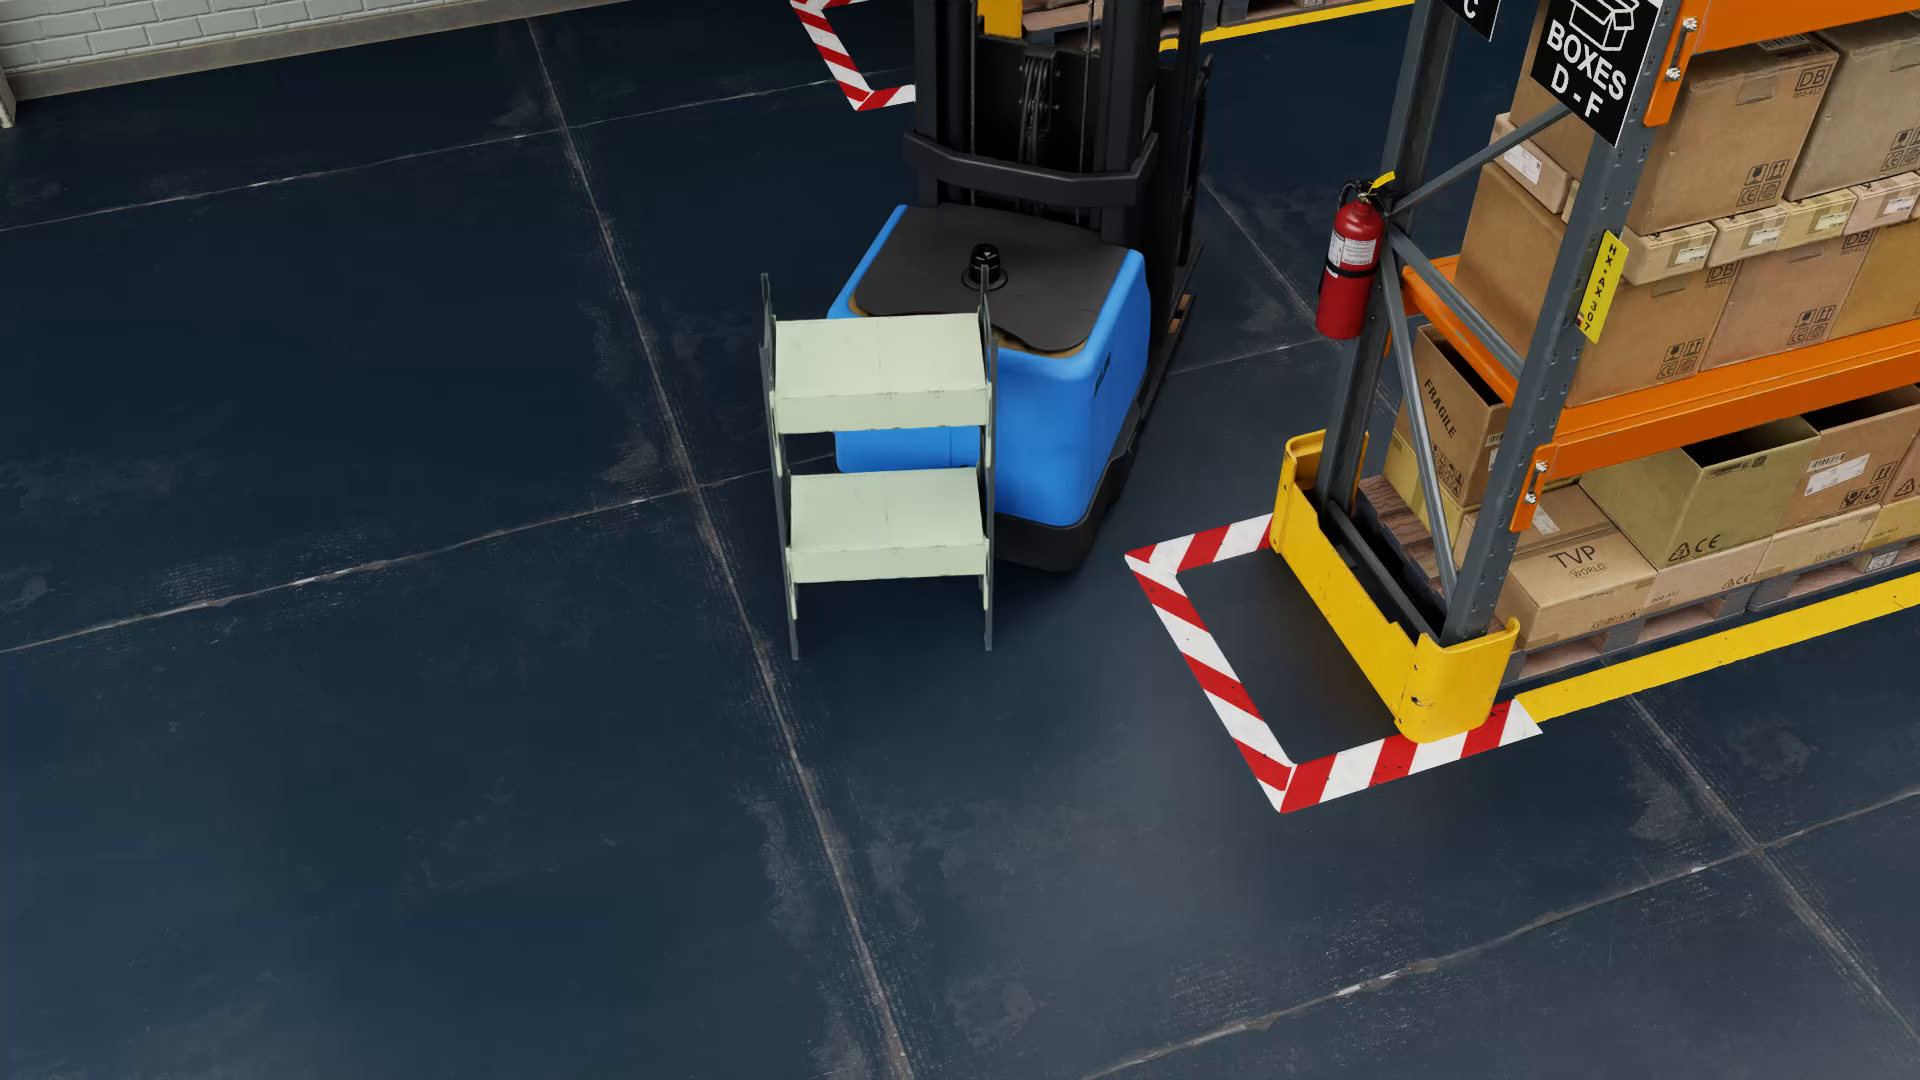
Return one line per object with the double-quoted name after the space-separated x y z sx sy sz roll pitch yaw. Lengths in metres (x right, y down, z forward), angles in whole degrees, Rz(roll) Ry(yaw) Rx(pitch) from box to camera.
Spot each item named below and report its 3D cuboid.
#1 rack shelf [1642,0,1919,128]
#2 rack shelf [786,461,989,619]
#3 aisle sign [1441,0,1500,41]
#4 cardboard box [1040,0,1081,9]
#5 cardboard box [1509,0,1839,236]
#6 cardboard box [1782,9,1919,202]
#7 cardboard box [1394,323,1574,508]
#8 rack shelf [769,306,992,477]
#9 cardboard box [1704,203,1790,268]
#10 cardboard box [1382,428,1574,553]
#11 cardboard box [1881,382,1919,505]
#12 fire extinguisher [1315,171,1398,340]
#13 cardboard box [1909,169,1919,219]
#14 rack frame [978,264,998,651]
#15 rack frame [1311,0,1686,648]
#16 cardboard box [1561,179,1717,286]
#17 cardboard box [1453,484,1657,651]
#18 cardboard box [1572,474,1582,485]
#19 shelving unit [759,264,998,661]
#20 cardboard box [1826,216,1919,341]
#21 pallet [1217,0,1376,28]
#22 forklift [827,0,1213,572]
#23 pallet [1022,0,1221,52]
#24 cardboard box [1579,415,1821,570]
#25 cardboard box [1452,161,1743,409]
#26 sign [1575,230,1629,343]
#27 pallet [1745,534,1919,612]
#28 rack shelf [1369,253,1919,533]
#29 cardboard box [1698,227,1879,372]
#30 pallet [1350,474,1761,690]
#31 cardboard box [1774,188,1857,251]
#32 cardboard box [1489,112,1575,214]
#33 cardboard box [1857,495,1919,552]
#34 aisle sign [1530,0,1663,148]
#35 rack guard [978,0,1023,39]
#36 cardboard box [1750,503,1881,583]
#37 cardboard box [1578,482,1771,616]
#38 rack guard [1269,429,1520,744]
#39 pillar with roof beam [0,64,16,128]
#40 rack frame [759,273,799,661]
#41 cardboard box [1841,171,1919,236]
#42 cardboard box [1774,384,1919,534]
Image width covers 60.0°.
3.500 -2.032 5.047 4.000 0.370 1.077 -14 47 -14 "rack shelf"
-0.269 -0.001 6.152 0.720 0.370 0.431 -3 45 -3 "rack shelf"
1.457 -1.843 4.634 0.004 0.787 0.394 -14 47 -14 "aisle sign"
0.614 -3.358 9.566 0.500 0.311 0.500 -19 48 -18 "cardboard box"
2.112 -1.355 4.997 0.500 0.500 0.700 -14 47 -14 "cardboard box"
2.604 -1.485 5.126 0.500 0.500 0.700 -15 47 -15 "cardboard box"
2.022 -0.515 6.261 0.500 0.500 0.500 -14 47 -14 "cardboard box"
-0.269 -0.507 5.645 0.720 0.370 0.431 -3 45 -3 "rack shelf"
2.308 -1.026 5.126 0.250 0.149 0.380 -15 47 -15 "cardboard box"
2.022 -0.249 6.525 0.500 0.250 0.500 -14 47 -14 "cardboard box"
3.610 -0.528 6.274 0.500 0.500 0.500 -14 47 -14 "cardboard box"
1.349 -0.999 5.683 0.183 0.674 0.296 -14 47 -14 "fire extinguisher"
3.031 -1.210 5.310 0.250 0.149 0.380 -16 47 -15 "cardboard box"
0.096 -0.248 5.938 0.023 1.500 0.400 -3 45 -3 "rack frame"
1.618 -0.746 5.375 0.127 3.000 1.000 -14 47 -14 "rack frame"
2.061 -0.961 5.061 0.250 0.149 0.380 -15 47 -14 "cardboard box"
2.198 0.096 6.181 0.500 0.250 0.500 -14 47 -14 "cardboard box"
2.489 -0.377 6.653 0.500 0.250 0.500 -14 47 -14 "cardboard box"
-0.269 -0.231 5.921 0.755 1.500 0.431 -3 45 -3 "shelving unit"
3.023 -1.130 5.688 0.500 0.500 0.700 -14 47 -14 "cardboard box"
1.926 -3.541 10.131 1.213 0.211 1.003 -14 47 -14 "pallet"
0.454 -1.970 6.645 1.130 2.935 3.031 14 47 13 "forklift"
0.781 -3.251 9.841 1.213 0.211 1.003 -14 47 -14 "pallet"
2.668 -0.290 6.037 0.500 0.500 0.500 -14 47 -14 "cardboard box"
2.062 -0.885 5.443 0.500 0.500 0.700 -14 47 -14 "cardboard box"
1.801 -0.708 4.671 0.005 0.325 0.100 -14 47 -14 "sign"
3.469 -0.264 6.864 1.213 0.211 1.003 -14 47 -14 "pallet"
3.500 -0.973 6.110 4.000 0.370 1.077 -14 47 -14 "rack shelf"
2.554 -1.014 5.572 0.500 0.500 0.700 -13 47 -13 "cardboard box"
2.323 0.027 6.574 1.213 0.211 1.003 -14 47 -14 "pallet"
2.543 -1.085 5.185 0.250 0.149 0.380 -14 47 -14 "cardboard box"
1.913 -1.229 5.328 0.250 0.149 0.380 -15 47 -15 "cardboard box"
3.610 -0.264 6.540 0.500 0.250 0.500 -14 47 -14 "cardboard box"
1.661 -1.443 4.235 0.004 0.787 0.394 -14 47 -14 "aisle sign"
0.004 -3.181 9.567 0.348 0.500 1.175 -14 47 -14 "rack guard"
3.138 -0.147 6.423 0.500 0.250 0.500 -14 47 -14 "cardboard box"
2.667 -0.027 6.304 0.500 0.250 0.500 -14 47 -14 "cardboard box"
1.596 0.143 6.255 0.348 0.500 1.175 -14 47 -14 "rack guard"
-3.884 -2.596 2.984 0.400 9.000 9.100 -14 47 -14 "pillar with roof beam"
-0.635 -0.214 5.904 0.023 1.500 0.400 -3 45 -3 "rack frame"
2.781 -1.144 5.244 0.250 0.149 0.380 -15 47 -14 "cardboard box"
3.134 -0.419 6.165 0.500 0.500 0.500 -14 47 -14 "cardboard box"
